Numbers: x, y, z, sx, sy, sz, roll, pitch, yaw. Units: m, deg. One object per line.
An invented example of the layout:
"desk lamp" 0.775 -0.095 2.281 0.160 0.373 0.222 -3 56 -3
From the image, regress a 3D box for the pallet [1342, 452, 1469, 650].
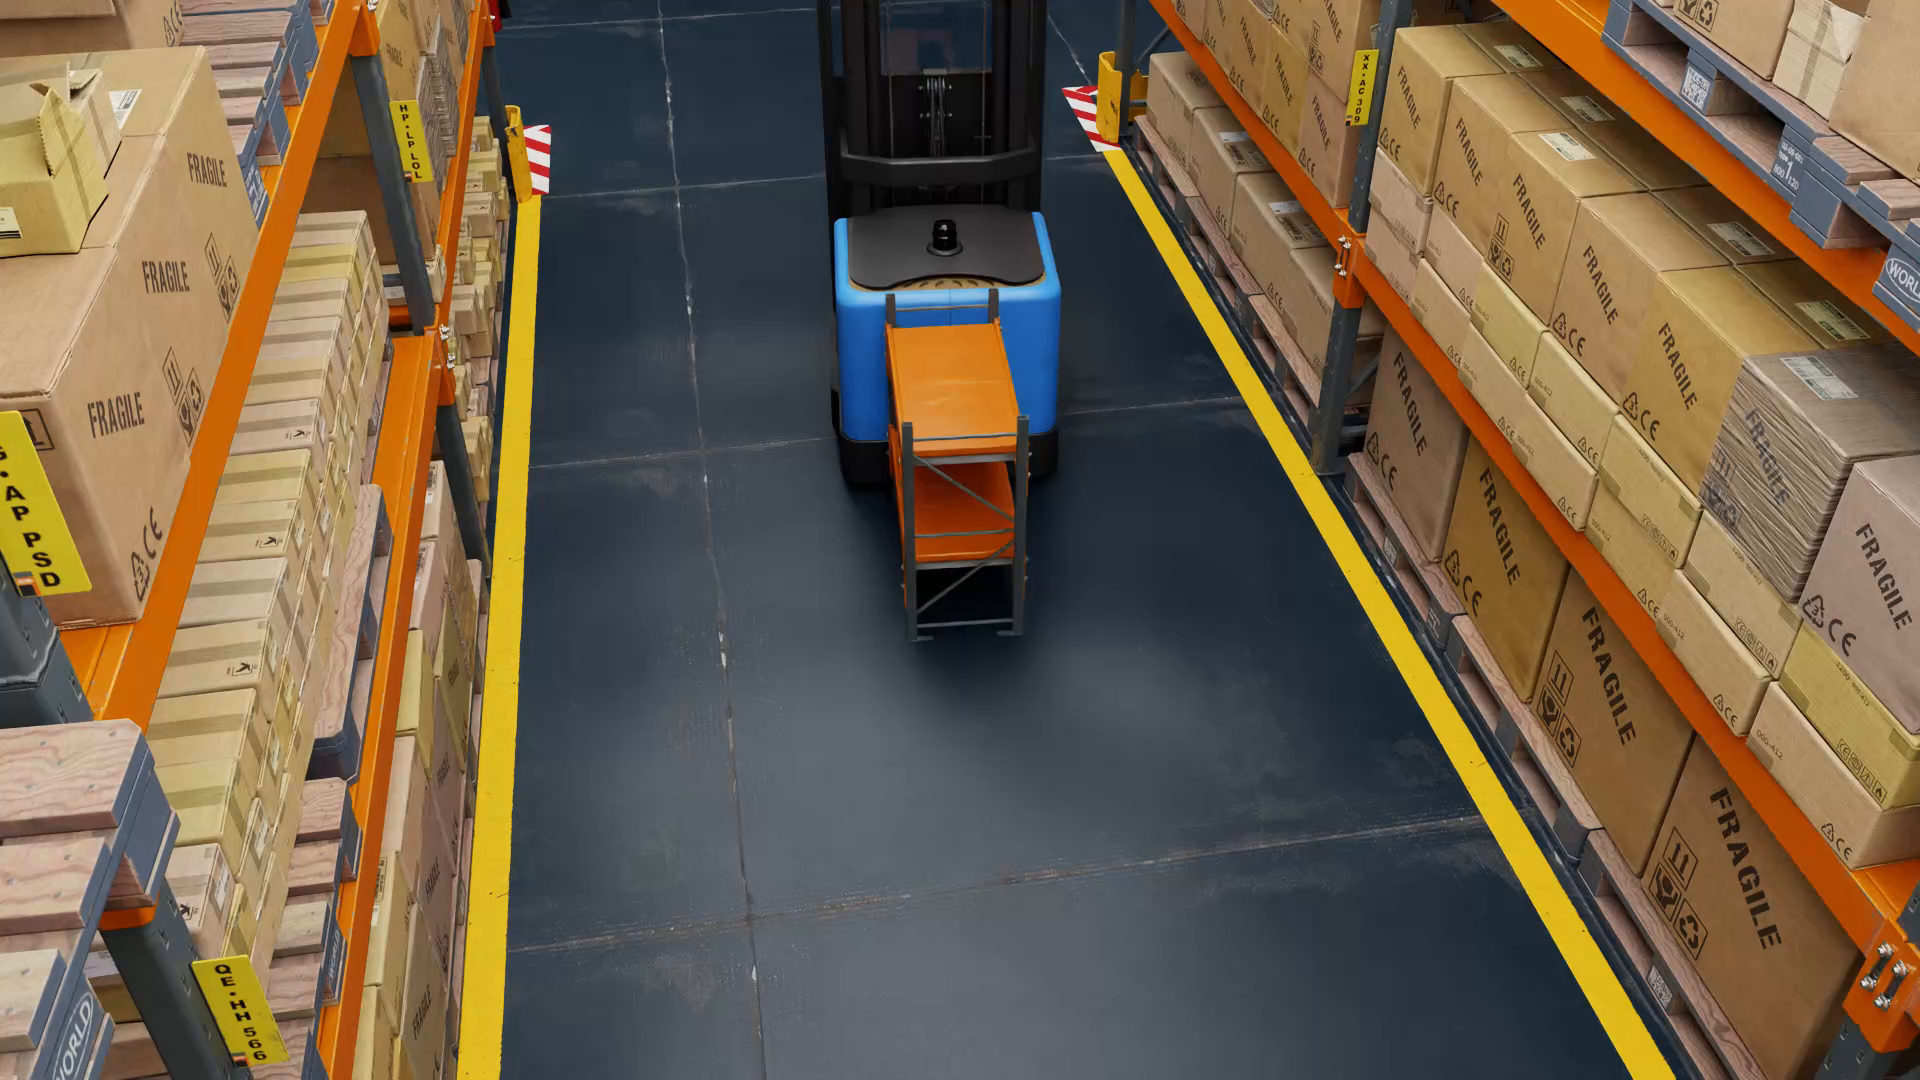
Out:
"pallet" 2.440 -0.023 7.608 1.003 0.211 1.213 -6 38 -8

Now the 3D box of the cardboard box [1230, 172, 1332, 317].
"cardboard box" 2.069 -1.668 9.198 0.875 0.438 0.875 -7 38 -9

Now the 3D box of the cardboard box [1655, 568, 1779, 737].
"cardboard box" 2.483 0.308 5.030 0.500 0.250 0.500 -6 38 -7

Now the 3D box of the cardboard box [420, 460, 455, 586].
"cardboard box" -2.245 -0.041 6.442 0.500 0.250 0.500 -7 38 -9

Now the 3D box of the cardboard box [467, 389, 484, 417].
"cardboard box" -2.514 -0.589 8.044 0.380 0.149 0.250 -6 38 -8

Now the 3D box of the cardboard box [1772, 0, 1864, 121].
"cardboard box" 2.346 -1.258 4.246 0.396 0.266 0.258 -7 38 -9

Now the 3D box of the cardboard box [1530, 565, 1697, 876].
"cardboard box" 2.741 0.541 5.998 0.875 0.875 0.875 -6 38 -7

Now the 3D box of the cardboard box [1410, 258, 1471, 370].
"cardboard box" 2.140 -0.917 6.607 0.500 0.250 0.500 -7 38 -9

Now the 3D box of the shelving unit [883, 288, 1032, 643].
"shelving unit" -0.028 -0.335 7.264 0.538 1.125 1.048 -3 38 -4

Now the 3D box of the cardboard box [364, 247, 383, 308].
"cardboard box" -2.361 -0.954 6.153 0.380 0.149 0.250 -5 38 -7

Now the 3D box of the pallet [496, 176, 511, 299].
"pallet" -3.205 -1.763 9.848 1.003 0.211 1.213 -6 38 -8

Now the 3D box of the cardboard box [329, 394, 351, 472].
"cardboard box" -2.176 -0.323 5.341 0.380 0.149 0.250 -8 39 -10

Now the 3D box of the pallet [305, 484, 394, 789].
"pallet" -2.311 0.312 5.060 1.003 0.211 1.213 -6 38 -8

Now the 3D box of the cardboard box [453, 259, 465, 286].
"cardboard box" -2.725 -1.288 8.459 0.380 0.149 0.250 -8 39 -10

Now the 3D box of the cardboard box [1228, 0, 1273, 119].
"cardboard box" 1.700 -2.487 8.424 0.500 0.500 0.500 -7 38 -9

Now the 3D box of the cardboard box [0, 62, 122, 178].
"cardboard box" -1.897 -0.834 3.229 0.396 0.266 0.258 -6 38 -8

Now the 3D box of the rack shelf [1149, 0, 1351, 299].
"rack shelf" 1.880 -2.506 9.117 1.077 0.370 4.000 -6 38 -8

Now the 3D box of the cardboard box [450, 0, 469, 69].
"cardboard box" -2.810 -2.701 8.458 0.500 0.500 0.500 -6 38 -8

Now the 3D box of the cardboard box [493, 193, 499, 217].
"cardboard box" -2.860 -1.961 9.568 0.380 0.149 0.250 -8 39 -10

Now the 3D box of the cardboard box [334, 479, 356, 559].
"cardboard box" -2.129 -0.050 5.232 0.380 0.149 0.250 -5 38 -6

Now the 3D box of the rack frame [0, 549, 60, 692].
"rack frame" -1.924 -0.942 1.628 1.000 3.000 0.127 -6 38 -8

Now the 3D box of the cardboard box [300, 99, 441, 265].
"cardboard box" -2.464 -1.472 6.876 0.500 0.500 0.500 -7 38 -9

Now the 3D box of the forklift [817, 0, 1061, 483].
"forklift" -0.151 -2.318 8.344 1.130 2.935 3.031 -3 38 -3

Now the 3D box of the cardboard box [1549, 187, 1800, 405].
"cardboard box" 2.324 -0.801 5.440 0.500 0.500 0.500 -7 38 -9

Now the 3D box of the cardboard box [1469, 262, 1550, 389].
"cardboard box" 2.212 -0.805 6.056 0.500 0.250 0.500 -6 38 -7

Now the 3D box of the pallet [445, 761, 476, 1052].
"pallet" -2.270 1.321 5.878 1.003 0.211 1.213 -6 38 -8

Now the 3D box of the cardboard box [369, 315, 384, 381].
"cardboard box" -2.314 -0.680 6.043 0.380 0.149 0.250 -6 38 -8

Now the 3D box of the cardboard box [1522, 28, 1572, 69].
"cardboard box" 2.556 -1.774 6.692 0.500 0.500 0.500 -5 38 -6

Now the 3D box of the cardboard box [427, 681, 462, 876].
"cardboard box" -2.072 0.872 5.877 0.500 0.500 0.500 -7 38 -9

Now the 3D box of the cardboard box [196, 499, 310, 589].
"cardboard box" -2.046 0.032 4.642 0.380 0.149 0.250 -5 38 -7

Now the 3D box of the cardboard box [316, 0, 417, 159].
"cardboard box" -2.464 -1.840 6.534 0.500 0.500 0.500 -5 38 -7

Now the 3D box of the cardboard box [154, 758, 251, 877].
"cardboard box" -1.864 0.663 3.829 0.380 0.149 0.250 -7 38 -9

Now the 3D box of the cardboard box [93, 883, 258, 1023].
"cardboard box" -1.811 0.930 3.729 0.380 0.149 0.250 -5 38 -6

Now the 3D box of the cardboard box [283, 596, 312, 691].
"cardboard box" -1.998 0.302 4.536 0.380 0.149 0.250 -6 38 -8

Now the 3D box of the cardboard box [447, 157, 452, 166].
"cardboard box" -2.631 -1.886 7.938 0.380 0.149 0.250 -5 38 -6

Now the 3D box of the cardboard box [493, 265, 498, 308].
"cardboard box" -2.731 -1.374 9.055 0.380 0.149 0.250 -6 38 -7

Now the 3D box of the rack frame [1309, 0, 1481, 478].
"rack frame" 2.231 -1.582 7.342 1.000 3.000 0.127 -6 38 -8

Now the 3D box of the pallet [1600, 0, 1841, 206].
"pallet" 2.568 -1.335 4.732 1.003 0.211 1.213 -5 38 -6

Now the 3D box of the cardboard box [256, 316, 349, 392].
"cardboard box" -2.225 -0.592 5.445 0.380 0.149 0.250 -6 38 -8

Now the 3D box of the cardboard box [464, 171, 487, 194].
"cardboard box" -2.843 -1.923 9.277 0.380 0.149 0.250 -8 39 -10

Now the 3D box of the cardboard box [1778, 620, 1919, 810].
"cardboard box" 2.597 0.430 4.466 0.500 0.250 0.500 -6 38 -8

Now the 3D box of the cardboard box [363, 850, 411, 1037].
"cardboard box" -1.895 1.203 4.840 0.500 0.250 0.500 -7 38 -9

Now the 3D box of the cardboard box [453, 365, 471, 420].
"cardboard box" -2.471 -0.667 7.660 0.380 0.149 0.250 -4 38 -6

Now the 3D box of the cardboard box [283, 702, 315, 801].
"cardboard box" -1.947 0.581 4.420 0.380 0.149 0.250 -5 38 -6

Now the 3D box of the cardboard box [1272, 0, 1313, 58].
"cardboard box" 1.795 -2.579 7.729 0.500 0.500 0.500 -7 38 -9

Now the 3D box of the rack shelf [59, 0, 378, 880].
"rack shelf" -2.274 -0.681 4.324 1.077 0.370 4.000 -6 38 -8

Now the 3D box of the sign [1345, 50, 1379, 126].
"sign" 1.685 -1.895 6.974 0.100 0.325 0.005 -6 38 -8

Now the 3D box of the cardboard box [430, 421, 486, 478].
"cardboard box" -2.373 -0.400 7.559 0.380 0.149 0.250 -5 38 -6

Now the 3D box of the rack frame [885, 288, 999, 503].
"rack frame" -0.078 -0.645 7.663 0.500 1.125 0.032 -3 38 -4

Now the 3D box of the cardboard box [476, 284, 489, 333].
"cardboard box" -2.636 -1.178 8.560 0.380 0.149 0.250 -7 38 -8
